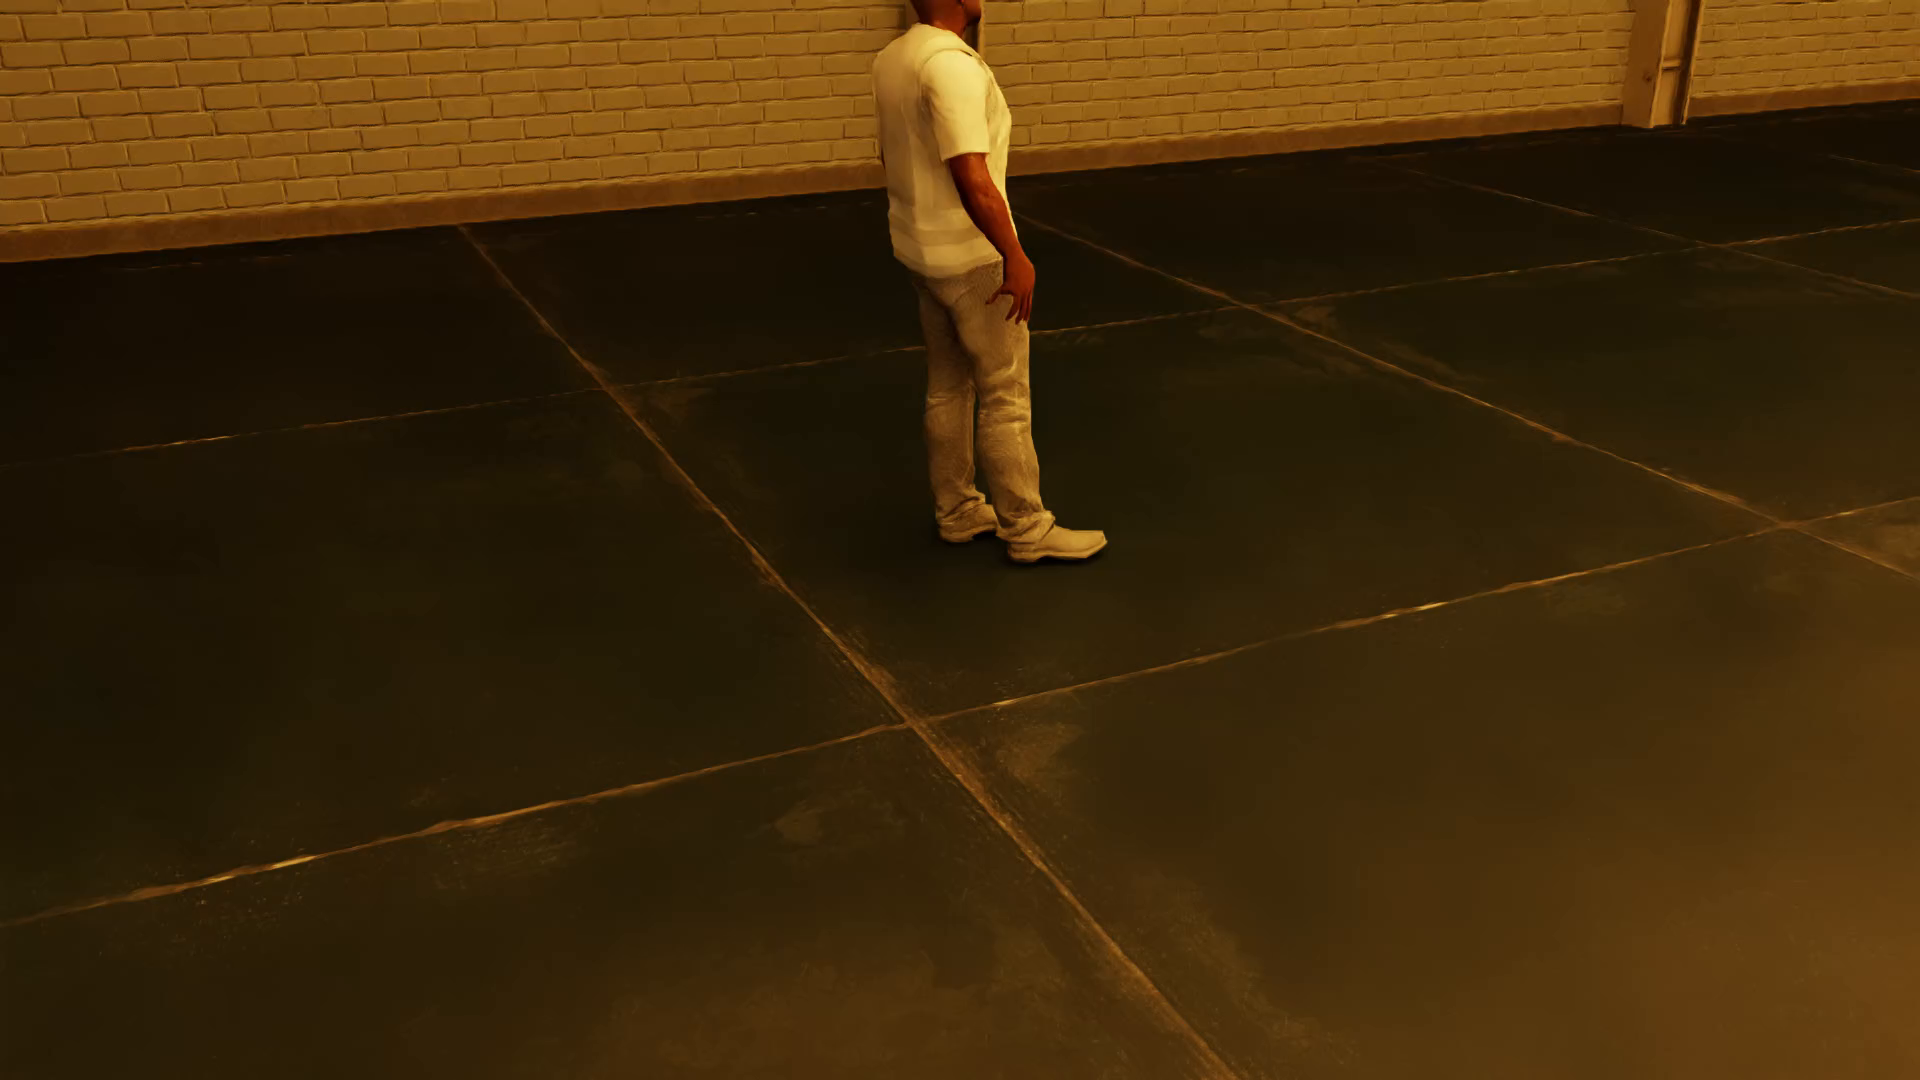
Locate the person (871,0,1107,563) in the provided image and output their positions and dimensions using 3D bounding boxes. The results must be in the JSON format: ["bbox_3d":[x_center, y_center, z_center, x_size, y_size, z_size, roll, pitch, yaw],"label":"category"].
[{"bbox_3d":[0.065,-0.832,4.788,0.576,1.766,0.665,-10,25,-23],"label":"person"}]
